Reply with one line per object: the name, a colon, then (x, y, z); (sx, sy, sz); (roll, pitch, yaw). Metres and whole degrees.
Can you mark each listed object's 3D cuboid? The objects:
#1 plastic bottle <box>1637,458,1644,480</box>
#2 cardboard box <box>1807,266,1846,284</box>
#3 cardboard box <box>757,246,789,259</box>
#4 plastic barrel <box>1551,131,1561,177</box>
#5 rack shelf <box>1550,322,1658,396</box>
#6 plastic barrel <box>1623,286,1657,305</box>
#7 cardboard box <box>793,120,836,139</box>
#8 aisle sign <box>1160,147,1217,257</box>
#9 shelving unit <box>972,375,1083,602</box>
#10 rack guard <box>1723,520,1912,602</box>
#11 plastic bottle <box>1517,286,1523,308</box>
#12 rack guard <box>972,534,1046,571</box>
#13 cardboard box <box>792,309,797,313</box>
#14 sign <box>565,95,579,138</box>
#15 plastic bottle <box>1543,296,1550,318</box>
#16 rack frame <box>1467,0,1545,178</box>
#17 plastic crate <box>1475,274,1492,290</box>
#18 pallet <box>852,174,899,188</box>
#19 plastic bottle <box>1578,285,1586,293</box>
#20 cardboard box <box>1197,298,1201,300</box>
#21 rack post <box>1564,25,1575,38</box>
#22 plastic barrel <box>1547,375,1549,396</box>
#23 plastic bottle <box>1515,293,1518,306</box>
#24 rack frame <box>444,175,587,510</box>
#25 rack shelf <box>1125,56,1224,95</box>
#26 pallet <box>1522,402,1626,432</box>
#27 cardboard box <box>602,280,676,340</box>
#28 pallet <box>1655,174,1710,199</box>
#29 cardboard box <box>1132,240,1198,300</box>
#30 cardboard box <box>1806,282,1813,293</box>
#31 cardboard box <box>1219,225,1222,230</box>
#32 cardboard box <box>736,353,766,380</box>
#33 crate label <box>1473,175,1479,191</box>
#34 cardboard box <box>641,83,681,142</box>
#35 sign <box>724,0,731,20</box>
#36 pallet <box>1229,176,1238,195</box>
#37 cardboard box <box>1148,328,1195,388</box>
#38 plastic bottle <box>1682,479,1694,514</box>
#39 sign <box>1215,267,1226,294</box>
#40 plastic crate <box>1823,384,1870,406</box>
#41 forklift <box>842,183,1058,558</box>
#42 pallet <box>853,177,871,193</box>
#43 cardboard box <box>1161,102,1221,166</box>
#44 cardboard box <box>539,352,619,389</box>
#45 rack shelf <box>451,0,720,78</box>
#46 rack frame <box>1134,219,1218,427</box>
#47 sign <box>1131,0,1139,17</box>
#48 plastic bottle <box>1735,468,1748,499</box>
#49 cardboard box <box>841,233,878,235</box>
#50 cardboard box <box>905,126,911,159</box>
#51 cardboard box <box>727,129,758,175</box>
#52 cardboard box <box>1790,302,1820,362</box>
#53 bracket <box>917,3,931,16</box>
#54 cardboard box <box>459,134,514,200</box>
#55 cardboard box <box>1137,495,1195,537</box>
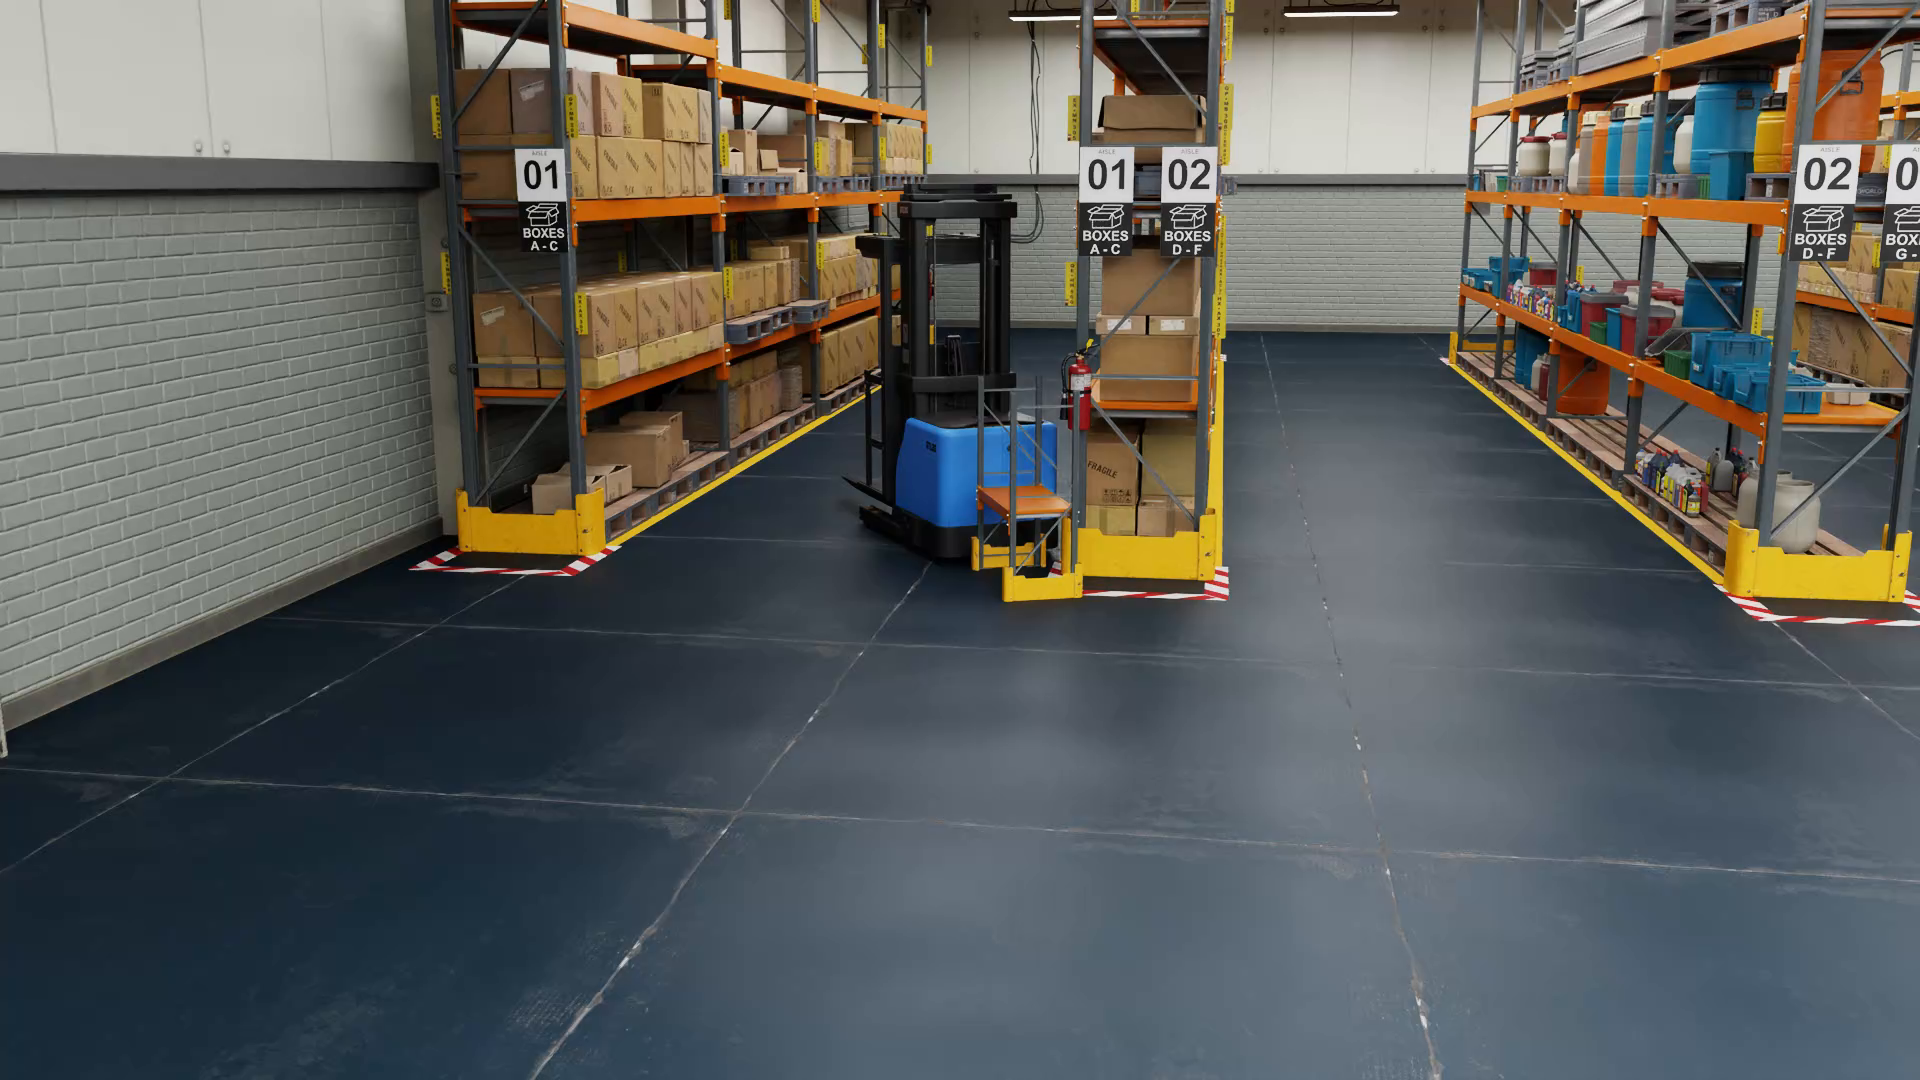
plastic bottle: (6.386, -0.662, 15.544); (0.097, 0.201, 0.097); (0, 12, 0)
cardboard box: (13.129, -3.994, 25.056); (0.500, 0.250, 0.500); (1, 12, 7)
cardboard box: (-2.314, -3.550, 20.526); (0.380, 0.149, 0.250); (0, 12, 1)
plastic barrel: (8.174, -5.121, 22.071); (0.600, 0.588, 0.600); (0, 12, 0)
rack shelf: (7.191, -1.953, 17.644); (1.077, 0.370, 4.000); (2, 12, 9)
plastic barrel: (7.552, -2.555, 18.462); (0.421, 0.512, 0.421); (0, 12, 0)
cardboard box: (-2.010, -5.677, 23.035); (0.500, 0.250, 0.500); (1, 12, 7)
aisle sign: (1.667, -2.464, 12.137); (0.394, 0.787, 0.004); (2, 12, 9)
shelving unit: (0.488, -0.414, 12.356); (0.587, 1.500, 1.083); (-3, 12, -12)
rack guard: (6.234, 0.149, 12.116); (1.175, 0.500, 0.348); (2, 12, 9)
plastic bottle: (7.500, -3.249, 22.228); (0.061, 0.283, 0.133); (2, 12, 9)
rack guard: (0.381, 0.094, 12.963); (0.587, 0.250, 0.087); (-3, 12, -12)
cardboard box: (-2.011, -2.990, 21.297); (0.380, 0.149, 0.250); (2, 12, 8)
sign: (-2.984, -3.253, 12.772); (0.100, 0.325, 0.005); (2, 12, 9)
plastic bottle: (7.241, -2.868, 20.488); (0.097, 0.271, 0.097); (0, 12, 0)
rack frame: (8.729, -7.319, 26.595); (1.000, 3.000, 0.127); (2, 12, 9)
plastic crate: (8.117, -3.957, 25.488); (0.416, 0.233, 0.300); (2, 12, 9)
pallet: (-1.539, -5.468, 25.335); (1.003, 0.211, 1.213); (2, 12, 9)
plastic bottle: (7.956, -3.075, 21.260); (0.144, 0.351, 0.185); (2, 12, 9)
cardboard box: (1.925, -2.032, 14.527); (0.380, 0.149, 0.250); (2, 12, 11)
rack post: (7.522, -6.071, 19.581); (0.624, 0.289, 0.986); (2, 12, 9)
plastic barrel: (7.556, -1.933, 20.751); (0.421, 0.512, 0.421); (0, 12, 0)
plastic bottle: (7.550, -3.253, 22.439); (0.097, 0.201, 0.097); (0, 12, 0)
rack frame: (-3.521, -1.377, 13.262); (1.000, 3.000, 0.127); (2, 12, 9)
rack shelf: (2.298, -4.852, 17.802); (1.077, 0.370, 4.000); (2, 12, 9)
pallet: (7.579, -1.523, 20.561); (1.003, 0.211, 1.213); (2, 12, 9)
cardboard box: (-2.911, -2.087, 15.087); (0.500, 0.500, 0.500); (2, 12, 10)
pallet: (6.869, -3.109, 14.628); (1.213, 0.211, 1.003); (2, 12, 9)
cardboard box: (1.696, -2.327, 14.353); (0.700, 0.500, 0.500); (2, 12, 9)
cardboard box: (13.087, -3.826, 25.223); (0.380, 0.149, 0.250); (2, 12, 8)
cardboard box: (3.729, -4.556, 25.404); (0.500, 0.500, 0.500); (2, 12, 7)
cardboard box: (-2.573, -2.026, 19.385); (0.500, 0.250, 0.500); (2, 12, 8)
crate label: (8.268, -5.598, 26.084); (0.408, 0.251, 0.502); (2, 12, 9)
cardboard box: (-2.858, -3.887, 15.130); (0.500, 0.500, 0.500); (1, 12, 7)
sign: (-2.839, -6.526, 20.322); (0.100, 0.325, 0.005); (2, 12, 9)
pallet: (2.589, -4.112, 19.283); (1.213, 0.211, 1.003); (2, 12, 11)
cardboard box: (1.535, -1.472, 13.467); (0.700, 0.500, 0.500); (2, 12, 10)
plastic bottle: (6.118, -0.364, 13.968); (0.061, 0.283, 0.133); (2, 12, 10)
sign: (2.539, -2.494, 16.203); (0.100, 0.325, 0.005); (2, 12, 9)
plastic crate: (6.724, -1.103, 12.616); (0.298, 0.136, 0.250); (2, 12, 9)
forklift: (-0.236, -1.555, 14.250); (1.130, 2.935, 3.031); (-5, 13, -22)
pallet: (-1.767, -5.055, 23.664); (0.805, 0.209, 1.217); (1, 12, 6)
cardboard box: (1.900, -3.343, 13.698); (0.500, 0.500, 0.500); (2, 12, 9)
cardboard box: (-3.132, -1.405, 13.699); (0.500, 0.250, 0.500); (2, 12, 7)
rack shelf: (-3.213, -4.372, 14.638); (1.077, 0.370, 4.000); (2, 12, 9)
rack frame: (2.605, -2.882, 20.248); (1.000, 3.000, 0.127); (2, 12, 9)
sign: (2.068, -6.326, 19.581); (0.100, 0.325, 0.005); (2, 12, 9)
plastic bottle: (6.856, -0.495, 14.572); (0.061, 0.283, 0.133); (2, 12, 9)
cardboard box: (-1.494, -4.340, 24.240); (0.500, 0.250, 0.500); (2, 12, 10)
cardboard box: (-1.062, -6.347, 26.548); (0.500, 0.500, 0.500); (1, 12, 6)
cardboard box: (-2.553, -4.298, 18.462); (0.500, 0.500, 0.500); (1, 12, 7)
cardboard box: (13.604, -3.257, 26.032); (0.875, 0.875, 0.875); (2, 12, 9)
bracket: (-0.720, -10.558, 33.080); (0.235, 0.232, 0.430); (2, 12, 9)
cardboard box: (-3.707, -2.997, 13.374); (0.500, 0.500, 0.500); (3, 12, 13)
cardboard box: (1.677, -0.183, 13.251); (0.500, 0.250, 0.500); (2, 12, 9)
